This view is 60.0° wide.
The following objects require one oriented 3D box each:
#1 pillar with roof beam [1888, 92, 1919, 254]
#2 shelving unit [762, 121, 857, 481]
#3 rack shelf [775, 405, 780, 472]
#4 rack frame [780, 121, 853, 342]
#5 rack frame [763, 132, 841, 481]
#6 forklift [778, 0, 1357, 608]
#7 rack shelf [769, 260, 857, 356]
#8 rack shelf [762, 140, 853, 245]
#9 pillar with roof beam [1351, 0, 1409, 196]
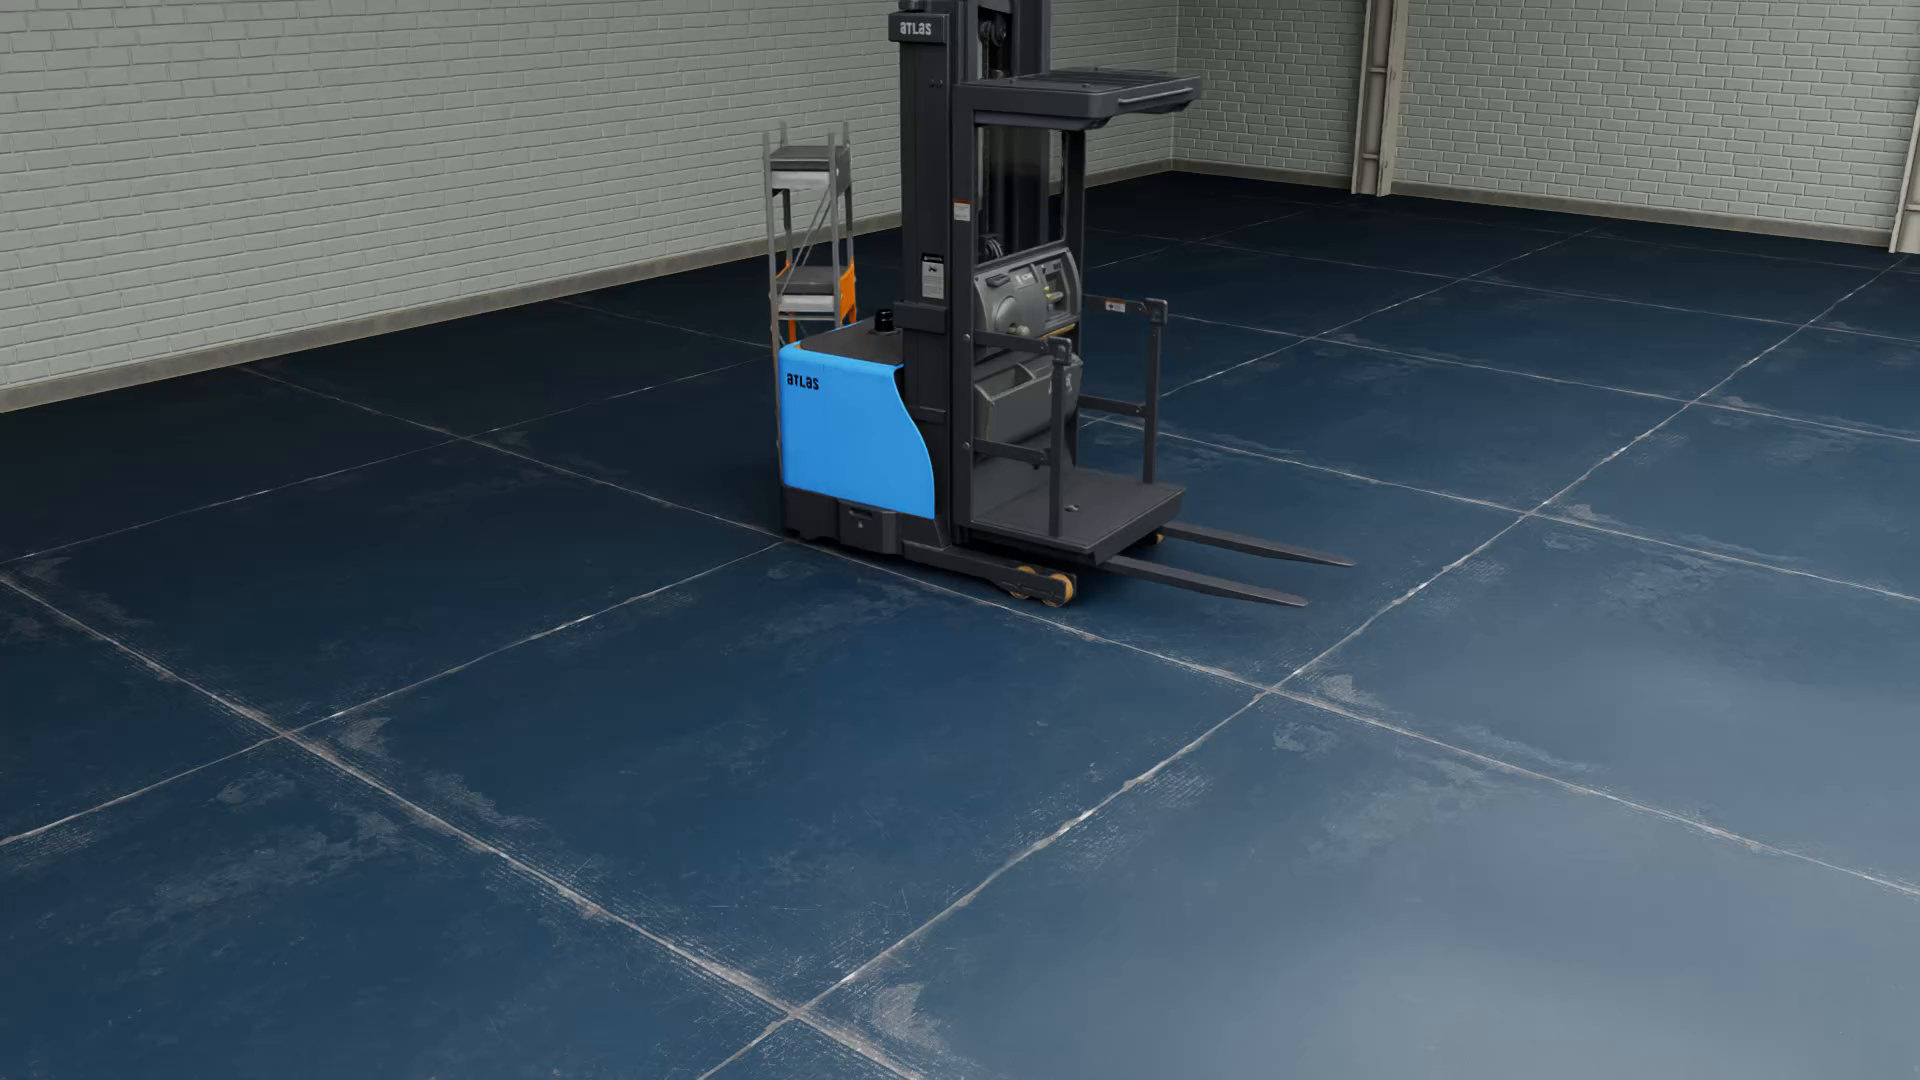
[{"bbox_3d":[6.992,-5.969,12.242,0.400,9.000,9.100,16,26,36],"label":"pillar with roof beam"},{"bbox_3d":[-0.857,-1.356,9.780,0.431,2.100,0.503,2,21,6],"label":"shelving unit"},{"bbox_3d":[-0.849,-0.689,10.033,0.431,0.518,0.480,2,21,6],"label":"rack shelf"},{"bbox_3d":[-0.832,-1.443,10.007,0.400,2.100,0.015,2,21,6],"label":"rack frame"},{"bbox_3d":[-0.881,-1.270,9.553,0.400,2.100,0.015,2,21,6],"label":"rack frame"},{"bbox_3d":[0.523,-1.249,8.325,3.031,2.935,1.130,13,24,31],"label":"forklift"},{"bbox_3d":[-0.857,-1.344,9.785,0.431,0.518,0.480,2,21,6],"label":"rack shelf"},{"bbox_3d":[-0.864,-1.998,9.536,0.431,0.518,0.480,2,21,6],"label":"rack shelf"},{"bbox_3d":[2.344,-7.307,15.792,0.400,9.000,9.100,16,26,36],"label":"pillar with roof beam"}]
